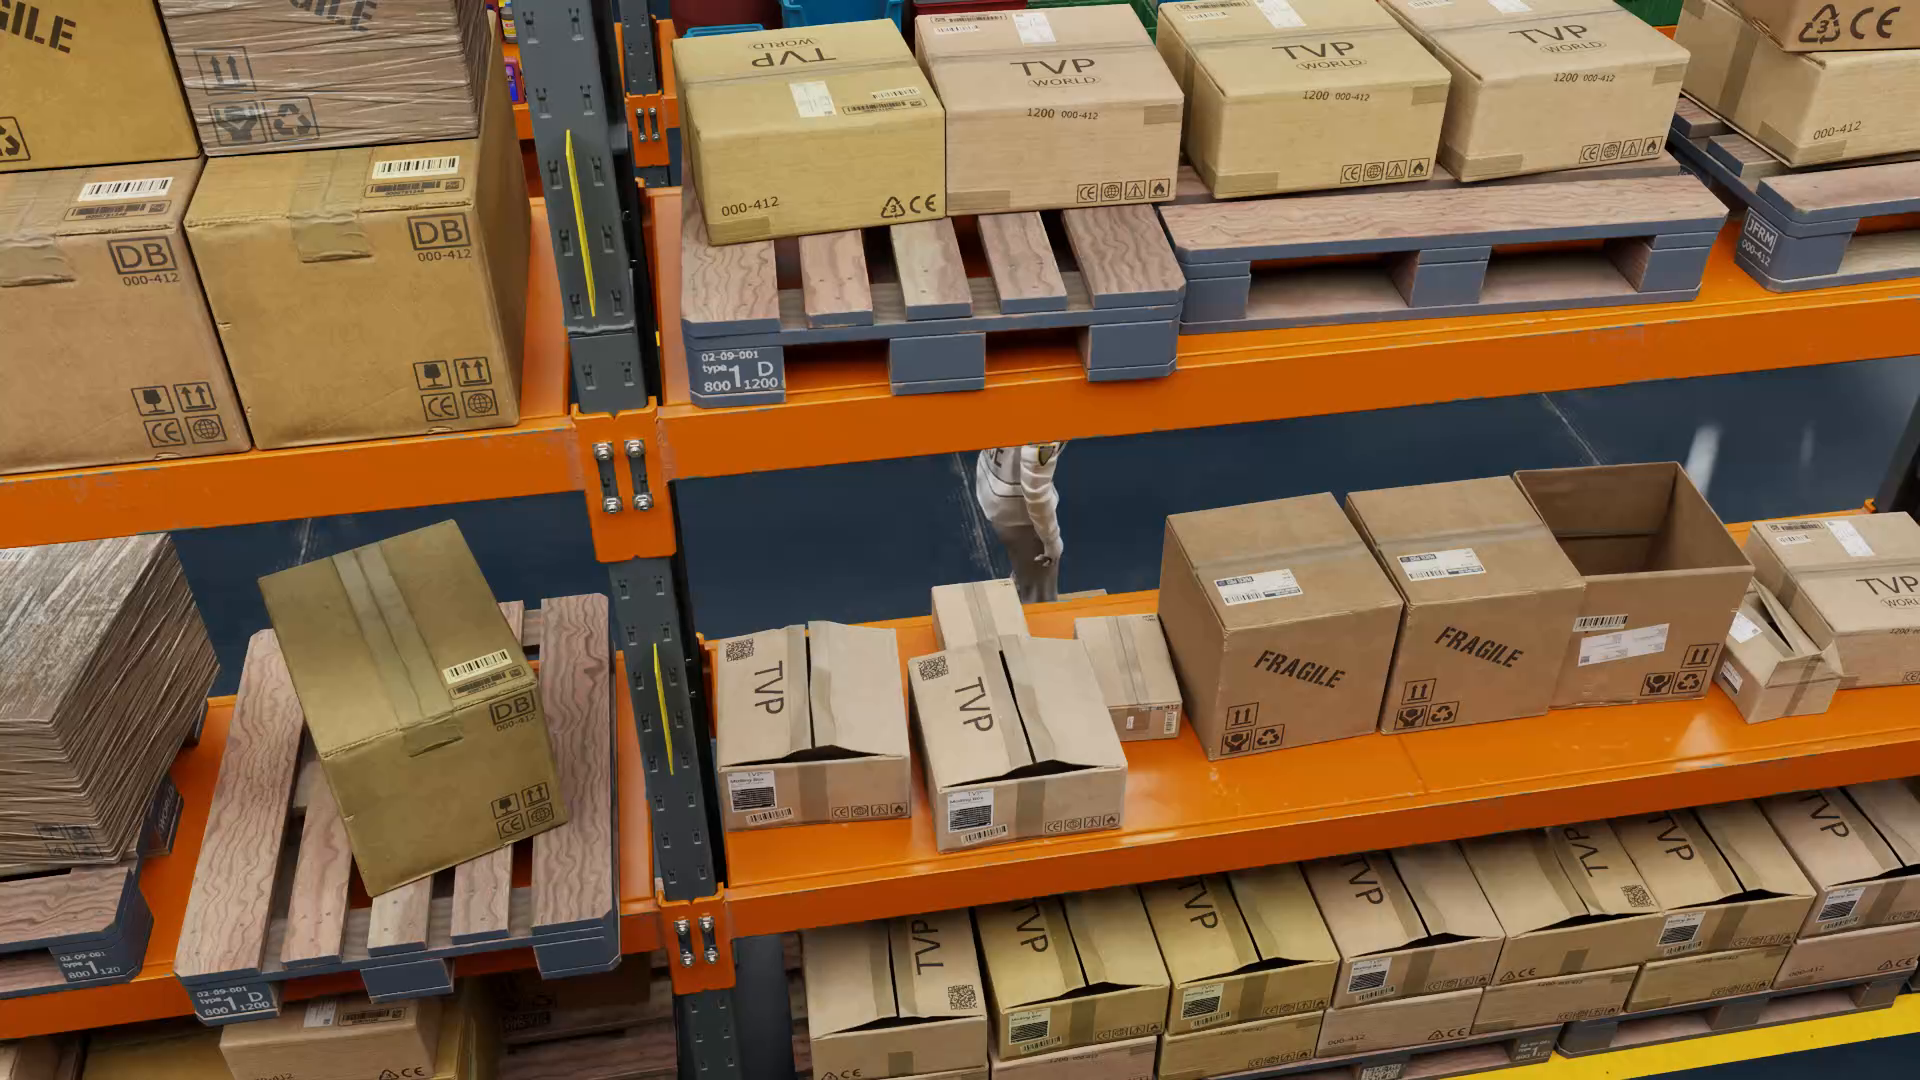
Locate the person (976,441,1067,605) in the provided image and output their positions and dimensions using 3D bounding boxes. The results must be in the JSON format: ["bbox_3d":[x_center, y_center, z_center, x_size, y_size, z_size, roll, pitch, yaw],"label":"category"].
[{"bbox_3d":[0.278,-0.134,6.319,0.418,1.662,0.532,-8,40,-10],"label":"person"}]
